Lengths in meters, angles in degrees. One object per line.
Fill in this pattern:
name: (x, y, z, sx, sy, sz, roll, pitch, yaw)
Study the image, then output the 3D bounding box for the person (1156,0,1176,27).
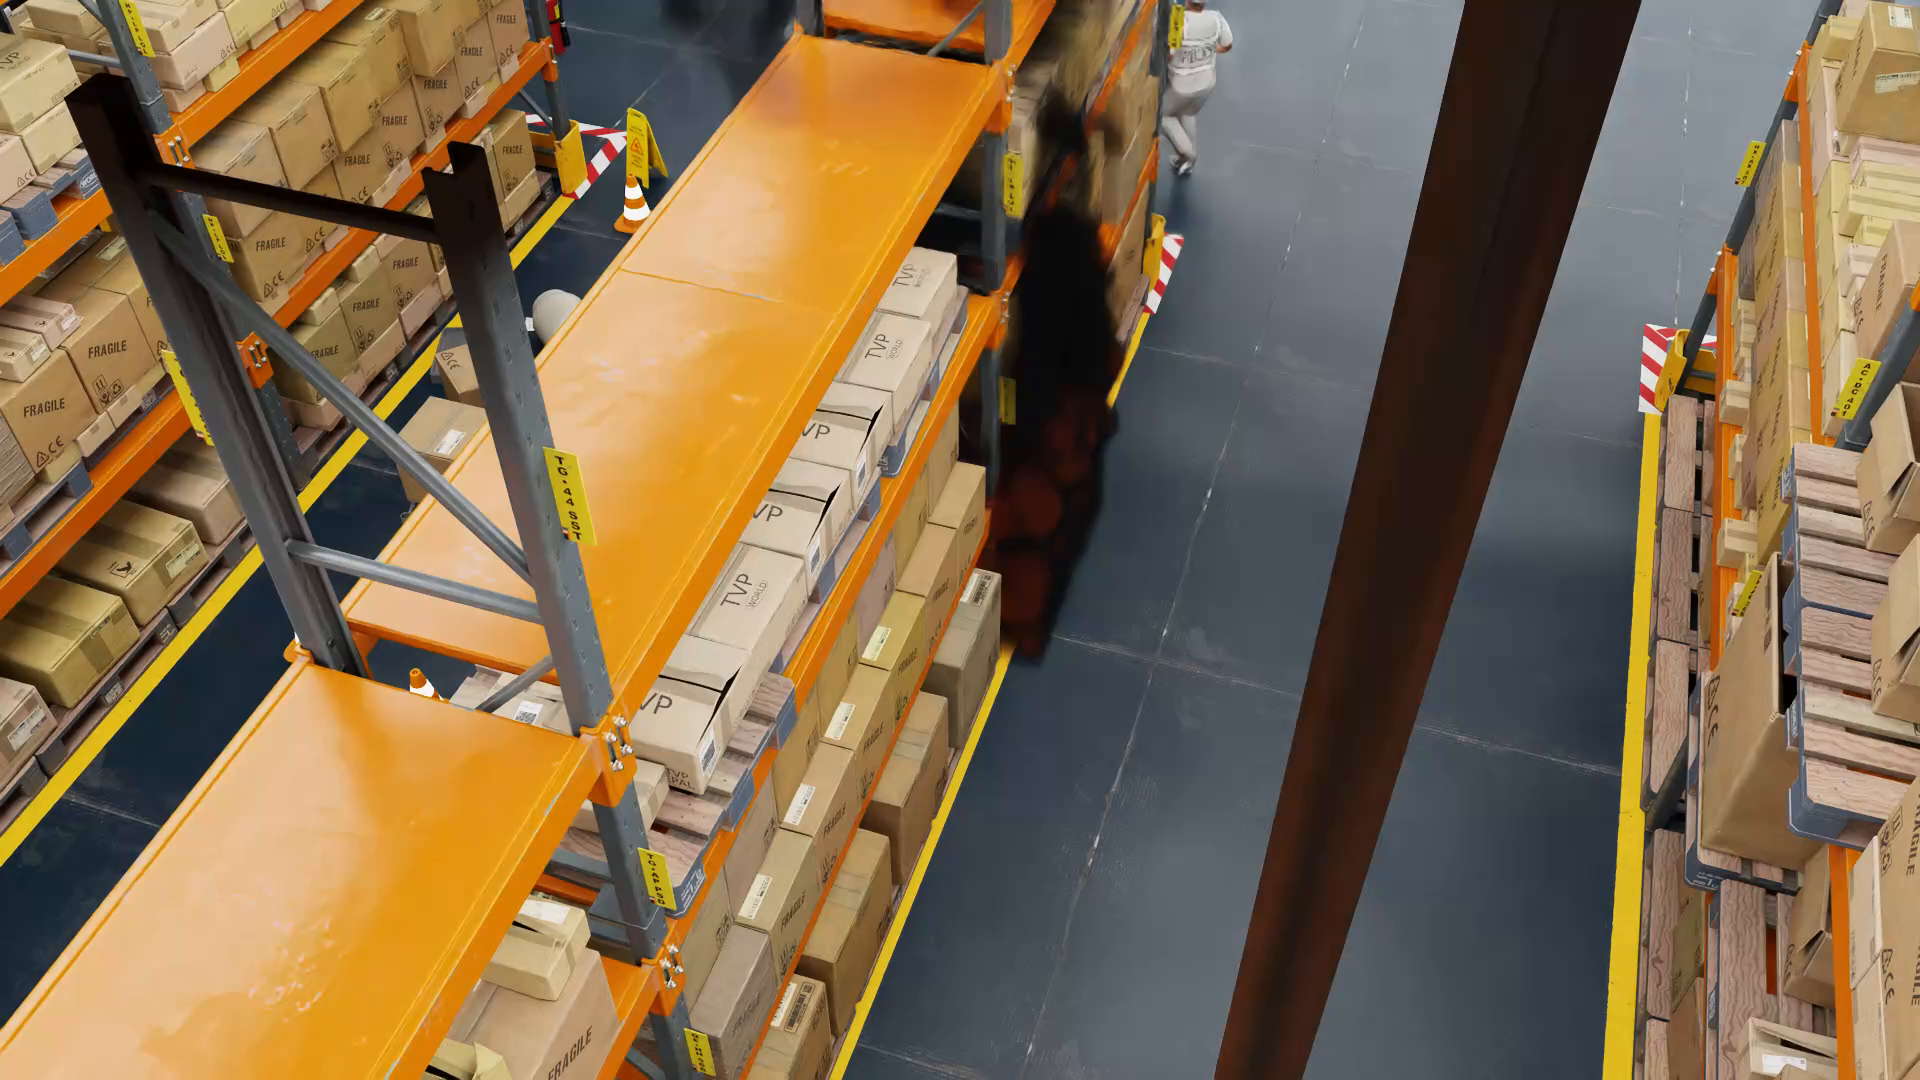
person: (1.747, -5.554, 15.323, 0.651, 1.738, 0.881, -25, 51, -23)

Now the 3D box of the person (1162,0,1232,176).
person: (1.858, -3.772, 13.623, 0.719, 1.761, 0.634, -19, 49, -17)
